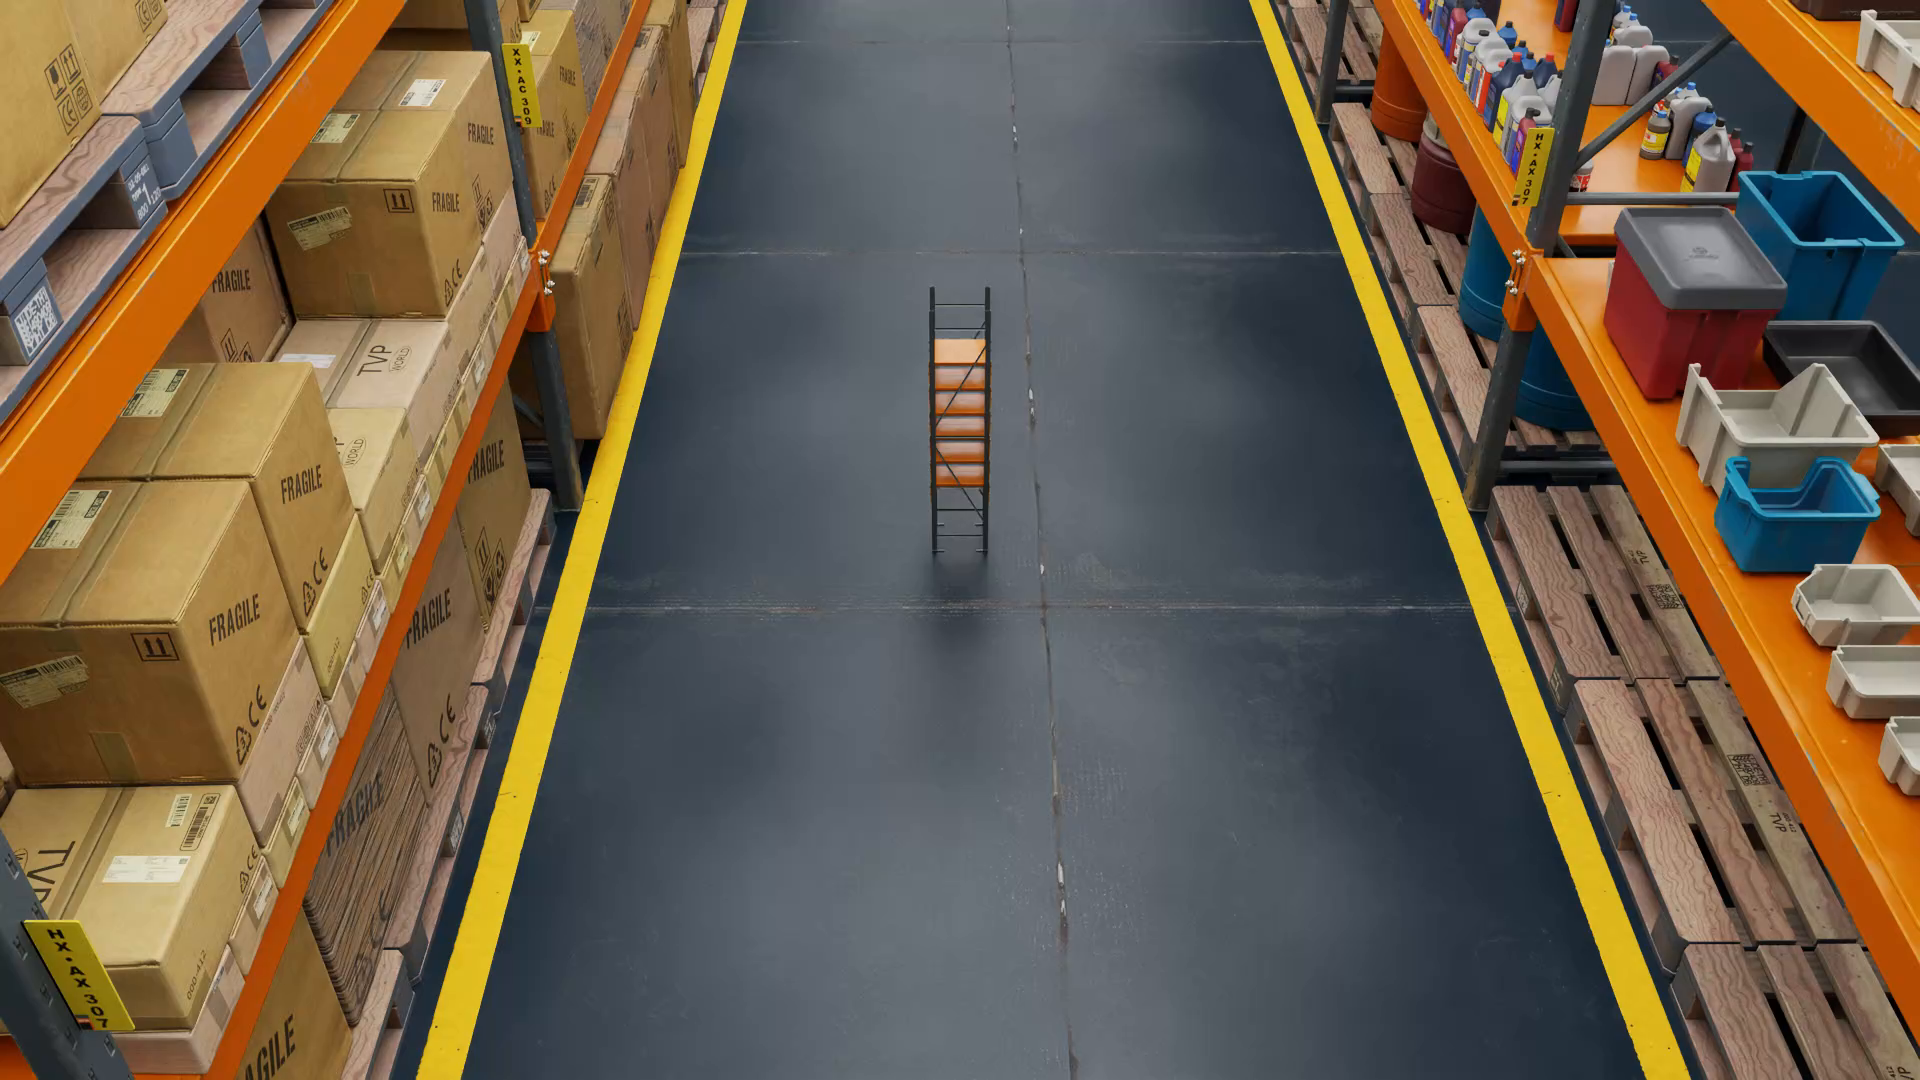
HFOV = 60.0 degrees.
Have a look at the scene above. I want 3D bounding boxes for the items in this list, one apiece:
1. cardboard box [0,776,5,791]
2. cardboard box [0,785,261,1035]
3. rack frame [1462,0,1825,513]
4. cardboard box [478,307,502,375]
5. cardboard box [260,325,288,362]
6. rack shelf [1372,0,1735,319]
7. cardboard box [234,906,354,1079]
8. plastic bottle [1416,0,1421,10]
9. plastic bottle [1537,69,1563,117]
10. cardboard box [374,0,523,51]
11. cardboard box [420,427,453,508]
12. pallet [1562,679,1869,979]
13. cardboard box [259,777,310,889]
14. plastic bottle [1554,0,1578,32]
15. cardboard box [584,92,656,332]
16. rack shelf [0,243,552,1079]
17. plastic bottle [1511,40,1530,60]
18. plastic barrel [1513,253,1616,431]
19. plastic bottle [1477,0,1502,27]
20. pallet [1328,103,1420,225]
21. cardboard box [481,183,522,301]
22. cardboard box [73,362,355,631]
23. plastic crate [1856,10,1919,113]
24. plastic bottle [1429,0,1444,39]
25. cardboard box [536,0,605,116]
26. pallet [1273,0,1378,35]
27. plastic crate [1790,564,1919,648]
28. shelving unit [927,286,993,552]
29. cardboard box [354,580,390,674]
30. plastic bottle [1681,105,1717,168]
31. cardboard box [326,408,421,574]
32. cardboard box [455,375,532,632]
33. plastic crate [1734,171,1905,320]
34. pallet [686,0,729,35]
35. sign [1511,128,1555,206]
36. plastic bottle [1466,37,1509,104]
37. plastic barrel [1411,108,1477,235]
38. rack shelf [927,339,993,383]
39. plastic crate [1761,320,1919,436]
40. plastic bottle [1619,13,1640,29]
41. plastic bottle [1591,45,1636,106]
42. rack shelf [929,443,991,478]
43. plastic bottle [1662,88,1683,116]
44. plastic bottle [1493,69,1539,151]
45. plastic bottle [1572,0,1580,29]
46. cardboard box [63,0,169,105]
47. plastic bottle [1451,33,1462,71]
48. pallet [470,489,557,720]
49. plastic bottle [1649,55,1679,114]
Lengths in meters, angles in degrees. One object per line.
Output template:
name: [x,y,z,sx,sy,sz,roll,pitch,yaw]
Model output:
cardboard box: [-2.449,0.521,3.483,0.500,0.500,0.500,0,39,1]
cardboard box: [-1.916,0.818,3.713,0.500,0.250,0.500,-1,39,-1]
rack frame: [2.763,-1.329,6.510,1.000,3.000,0.127,0,39,0]
cardboard box: [-1.861,-0.716,5.945,0.380,0.149,0.250,-1,39,-1]
cardboard box: [-2.449,-0.454,5.300,0.500,0.250,0.500,1,39,1]
rack shelf: [2.761,-2.299,8.295,1.077,0.370,4.000,0,39,0]
cardboard box: [-2.266,1.441,4.416,0.875,0.875,0.875,0,39,0]
plastic bottle: [2.410,-2.859,8.522,0.097,0.271,0.097,0,39,0]
plastic bottle: [2.579,-1.884,7.242,0.144,0.351,0.185,0,39,0]
cardboard box: [-2.199,-2.155,6.659,0.797,0.503,0.637,-1,39,-1]
cardboard box: [-1.860,-0.233,5.343,0.380,0.149,0.250,-1,39,-1]
pallet: [2.807,0.984,5.854,1.003,0.211,1.213,0,39,0]
cardboard box: [-1.858,0.731,4.140,0.380,0.149,0.250,-1,39,-1]
plastic bottle: [3.043,-2.702,8.316,0.061,0.283,0.133,0,39,0]
cardboard box: [-2.212,-1.619,8.235,1.225,0.875,0.875,-1,39,-2]
rack shelf: [-2.188,0.206,5.170,1.077,0.370,4.000,0,39,0]
plastic bottle: [2.563,-2.165,7.656,0.097,0.271,0.097,0,39,0]
plastic barrel: [2.780,-1.014,7.459,0.600,0.901,0.708,0,39,0]
plastic bottle: [2.586,-2.658,8.207,0.144,0.351,0.185,0,39,0]
pallet: [2.801,-2.249,9.888,1.003,0.211,1.213,0,39,0]
cardboard box: [-1.927,-1.107,6.115,0.500,0.250,0.500,-1,39,-1]
cardboard box: [-1.923,-0.111,4.273,0.500,0.500,0.500,-1,39,-1]
plastic crate: [2.517,-1.187,4.145,0.437,0.136,0.530,0,39,0]
plastic bottle: [2.437,-2.644,8.250,0.152,0.276,0.135,0,39,0]
cardboard box: [-1.942,-2.280,7.616,0.500,0.500,0.500,-1,39,-1]
pallet: [2.798,-3.988,12.057,1.003,0.211,1.213,0,39,0]
plastic crate: [2.556,0.201,4.763,0.298,0.136,0.250,0,39,0]
shelving unit: [0.000,-0.477,6.886,0.258,1.200,0.189,0,39,0]
cardboard box: [-1.860,0.248,4.743,0.380,0.149,0.250,0,39,-1]
plastic bottle: [3.171,-1.725,7.107,0.097,0.271,0.097,0,39,0]
cardboard box: [-1.926,-0.148,4.918,0.500,0.250,0.500,-1,39,-1]
cardboard box: [-2.269,-0.247,6.523,0.875,0.875,0.875,0,39,0]
plastic crate: [3.105,-1.055,6.132,0.392,0.384,0.575,0,39,0]
pallet: [-2.192,-3.988,12.058,1.003,0.211,1.213,0,39,0]
sign: [2.213,-1.438,6.424,0.100,0.325,0.005,0,39,0]
plastic bottle: [2.438,-2.155,7.639,0.152,0.276,0.135,0,39,0]
plastic barrel: [2.777,-2.041,8.991,0.600,0.588,0.708,0,39,0]
rack shelf: [0.000,-0.724,6.689,0.258,0.103,0.180,0,39,0]
plastic crate: [3.033,-0.545,5.704,0.437,0.125,0.590,0,39,0]
plastic bottle: [3.169,-2.365,7.906,0.097,0.271,0.097,0,39,0]
plastic bottle: [2.990,-2.149,7.633,0.152,0.276,0.135,0,39,0]
rack shelf: [0.000,-0.349,6.989,0.258,0.103,0.180,0,39,0]
plastic bottle: [3.170,-1.903,7.385,0.097,0.201,0.097,0,39,0]
plastic bottle: [2.435,-1.884,7.242,0.144,0.351,0.185,0,39,0]
plastic bottle: [3.145,-2.744,8.315,0.144,0.351,0.185,0,39,0]
cardboard box: [-2.169,-1.237,3.500,0.700,0.500,0.500,-2,39,-3]
plastic bottle: [2.410,-2.343,7.934,0.097,0.201,0.097,0,39,0]
pallet: [-2.267,0.238,6.784,1.003,0.211,1.213,0,39,0]
plastic bottle: [3.188,-2.069,7.526,0.061,0.283,0.133,0,39,0]
